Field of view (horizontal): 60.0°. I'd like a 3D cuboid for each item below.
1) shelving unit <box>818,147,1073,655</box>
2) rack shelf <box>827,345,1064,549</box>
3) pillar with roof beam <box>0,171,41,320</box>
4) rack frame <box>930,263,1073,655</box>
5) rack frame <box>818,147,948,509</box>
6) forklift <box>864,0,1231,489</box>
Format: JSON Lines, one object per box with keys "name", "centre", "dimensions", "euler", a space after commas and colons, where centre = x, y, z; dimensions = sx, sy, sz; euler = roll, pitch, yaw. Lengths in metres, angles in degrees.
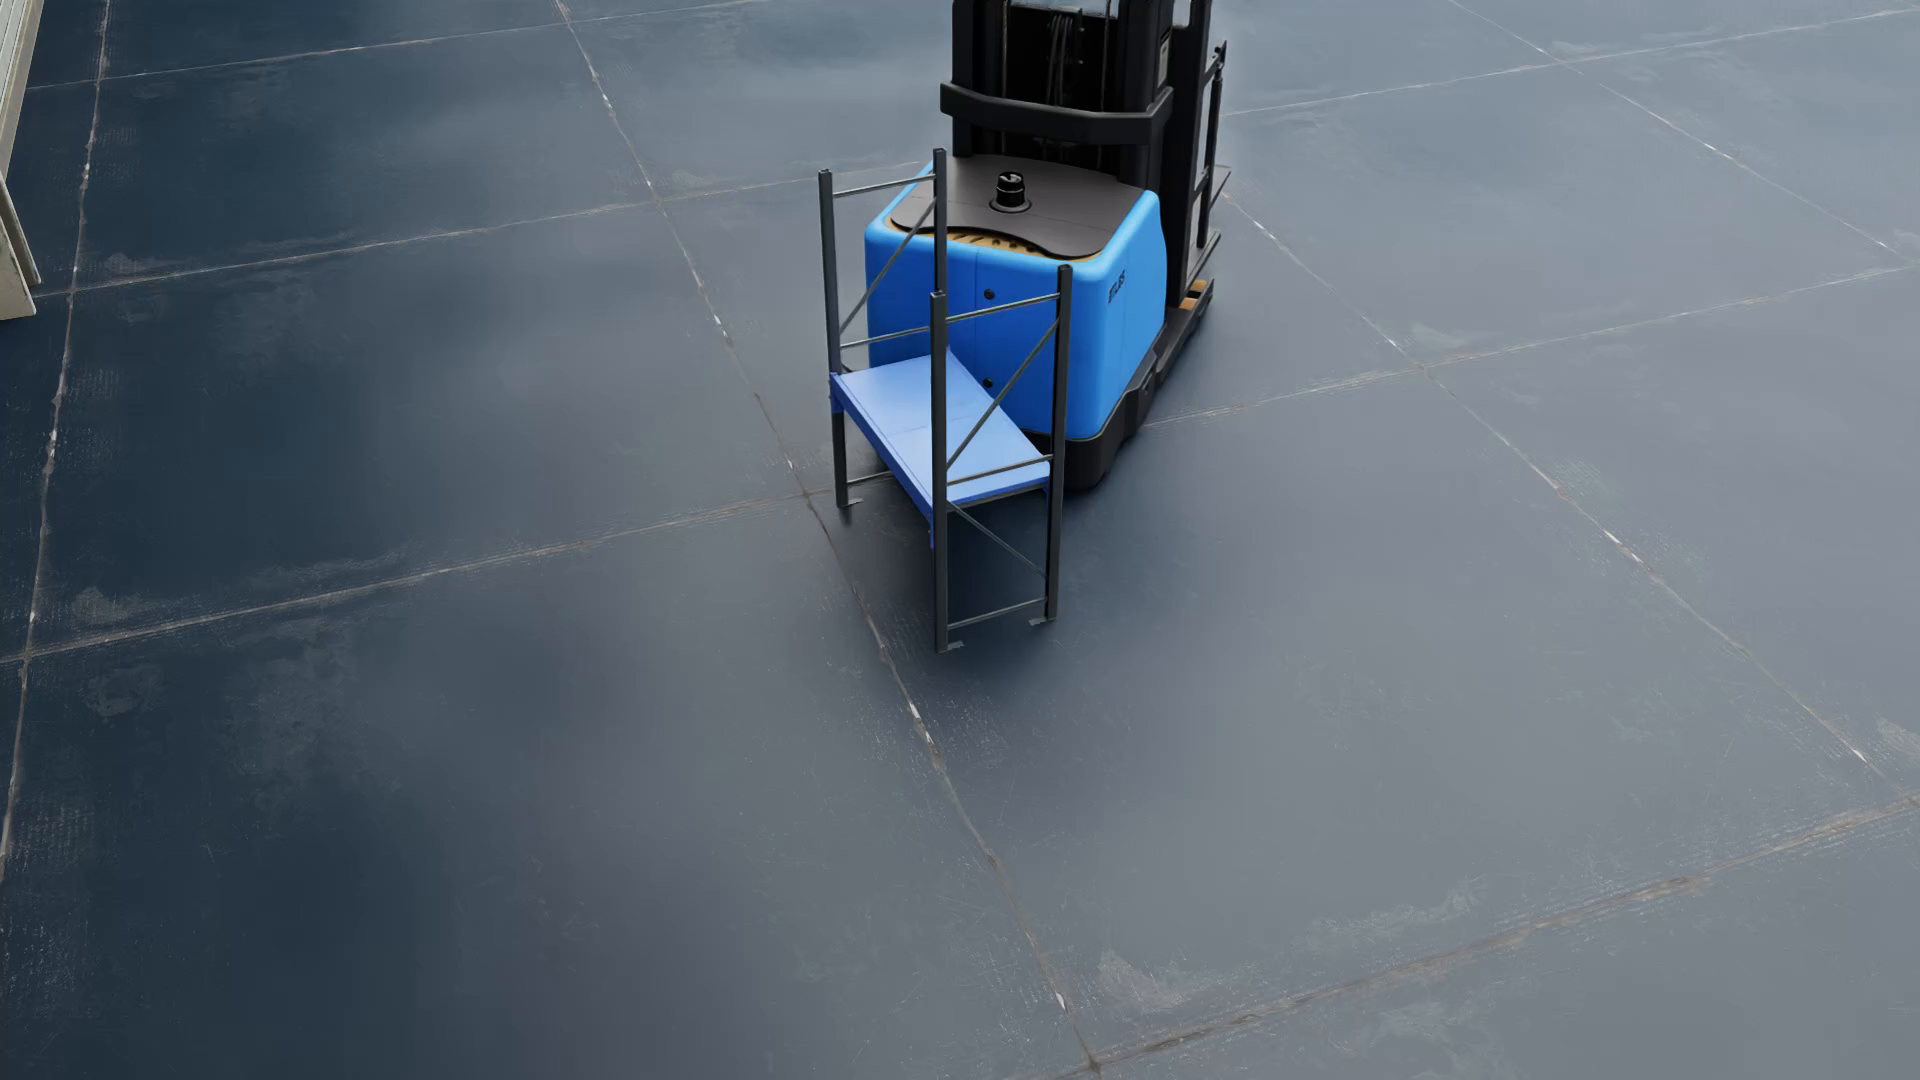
{"name": "shelving unit", "centre": [-0.073, -0.520, 6.194], "dimensions": [0.538, 1.500, 1.048], "euler": [-15, 40, -19]}
{"name": "rack shelf", "centre": [-0.073, -0.376, 6.302], "dimensions": [0.538, 0.185, 1.000], "euler": [-15, 40, -19]}
{"name": "pillar with roof beam", "centre": [-0.749, -5.681, 6.813], "dimensions": [9.100, 9.000, 0.400], "euler": [-12, 39, -16]}
{"name": "rack frame", "centre": [0.137, -0.241, 5.824], "dimensions": [0.500, 1.500, 0.032], "euler": [-15, 40, -19]}
{"name": "rack frame", "centre": [-0.283, -0.798, 6.563], "dimensions": [0.500, 1.500, 0.032], "euler": [-15, 40, -19]}
{"name": "forklift", "centre": [0.612, -2.268, 7.324], "dimensions": [1.130, 2.935, 3.031], "euler": [13, 39, 17]}
